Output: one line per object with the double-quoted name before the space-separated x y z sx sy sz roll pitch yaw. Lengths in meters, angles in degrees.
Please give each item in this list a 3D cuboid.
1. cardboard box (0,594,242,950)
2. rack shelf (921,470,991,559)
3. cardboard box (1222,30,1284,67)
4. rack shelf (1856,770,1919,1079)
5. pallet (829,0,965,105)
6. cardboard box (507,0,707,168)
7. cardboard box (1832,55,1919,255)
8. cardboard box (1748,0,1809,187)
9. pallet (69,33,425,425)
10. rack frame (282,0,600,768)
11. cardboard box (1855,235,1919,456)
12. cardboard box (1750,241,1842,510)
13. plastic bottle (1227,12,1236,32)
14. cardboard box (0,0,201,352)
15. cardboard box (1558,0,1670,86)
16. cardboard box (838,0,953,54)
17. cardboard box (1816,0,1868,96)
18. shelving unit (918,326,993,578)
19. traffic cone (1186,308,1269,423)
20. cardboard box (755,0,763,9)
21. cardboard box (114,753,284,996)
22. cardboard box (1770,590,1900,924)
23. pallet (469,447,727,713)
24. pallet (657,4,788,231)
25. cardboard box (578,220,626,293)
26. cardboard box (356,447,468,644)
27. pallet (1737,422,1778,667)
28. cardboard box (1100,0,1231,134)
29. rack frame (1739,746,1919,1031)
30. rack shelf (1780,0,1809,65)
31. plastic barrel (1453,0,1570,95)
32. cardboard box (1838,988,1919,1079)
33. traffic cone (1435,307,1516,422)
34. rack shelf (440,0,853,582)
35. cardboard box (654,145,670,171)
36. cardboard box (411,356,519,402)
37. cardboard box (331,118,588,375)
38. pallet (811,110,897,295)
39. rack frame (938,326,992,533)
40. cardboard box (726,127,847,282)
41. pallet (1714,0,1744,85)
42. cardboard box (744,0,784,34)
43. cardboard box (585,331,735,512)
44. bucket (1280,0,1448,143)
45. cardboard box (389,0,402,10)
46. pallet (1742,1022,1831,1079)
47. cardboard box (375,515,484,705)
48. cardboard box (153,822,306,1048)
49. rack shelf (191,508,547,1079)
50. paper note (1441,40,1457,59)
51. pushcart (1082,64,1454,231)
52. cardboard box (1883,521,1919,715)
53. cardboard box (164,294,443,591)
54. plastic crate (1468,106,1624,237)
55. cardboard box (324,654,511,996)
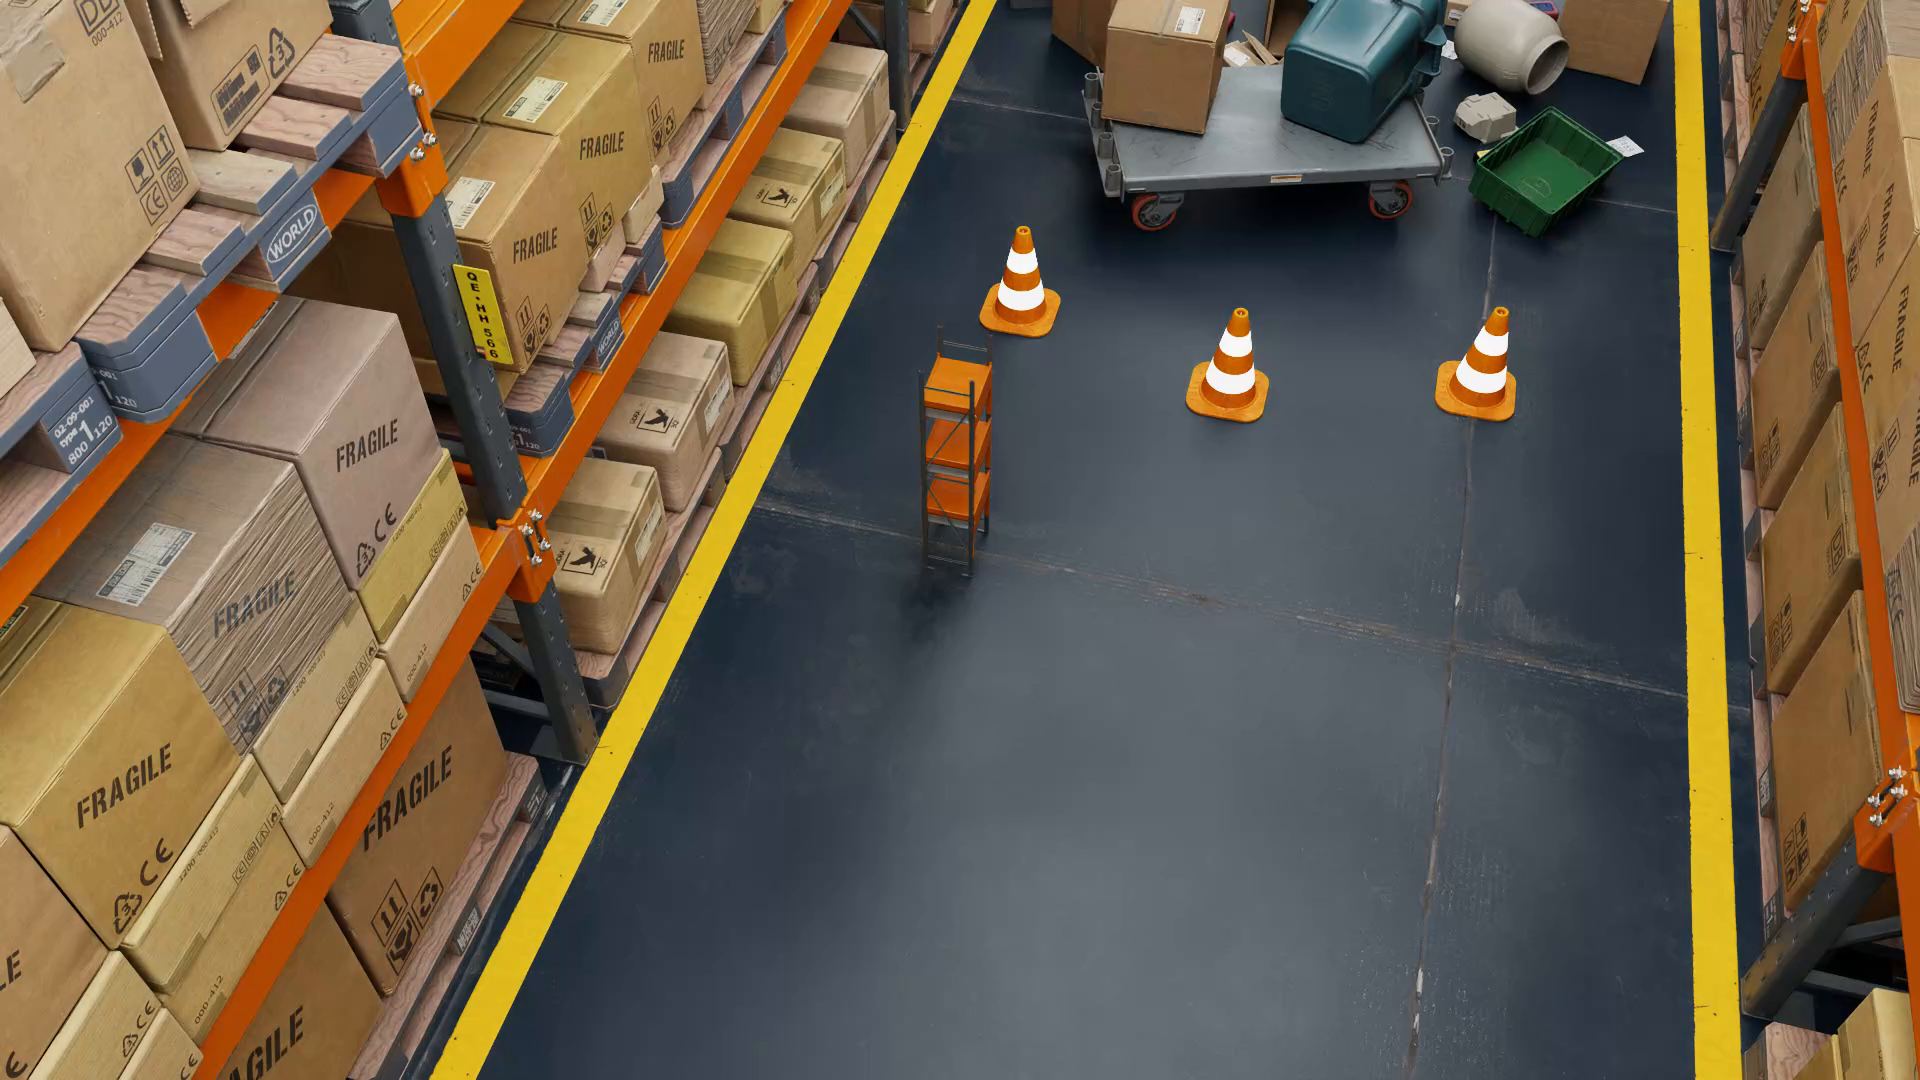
"cardboard box" -1.951 0.472 3.518 0.500 0.500 0.500 12 50 10
"rack shelf" -0.014 -0.118 6.457 0.215 0.259 0.240 12 50 10
"cardboard box" 1.535 -2.474 8.675 0.258 0.266 0.396 -19 51 -16
"rack shelf" 2.473 2.269 3.146 1.077 0.370 4.000 12 50 10
"pallet" -0.607 -2.783 8.984 1.003 0.211 1.213 12 50 10
"cardboard box" -1.197 -1.634 5.565 0.500 0.500 0.500 12 50 11
"cardboard box" 3.388 -1.289 5.739 0.500 0.500 0.500 11 50 10
"cardboard box" 4.285 -2.186 7.735 0.875 0.875 0.875 12 50 11
"pallet" -1.921 -0.774 3.476 1.213 0.211 1.003 14 50 12
"rack frame" -1.803 -0.320 4.951 1.000 3.000 0.127 12 50 10
"cardboard box" 3.123 -0.550 5.087 0.500 0.500 0.500 11 49 9
"cardboard box" 3.718 -0.540 6.365 1.050 0.750 0.750 12 50 10
"plastic bottle" 1.399 -2.804 9.103 0.133 0.061 0.283 19 51 16
"cardboard box" -1.880 -0.731 2.966 0.700 0.500 0.500 9 49 8
"cardboard box" 3.471 -2.808 8.812 0.500 0.500 0.500 19 51 16
"cardboard box" -0.334 -2.816 8.707 0.500 0.250 0.500 10 49 8
"cardboard box" 3.654 -2.015 6.380 0.500 0.500 0.500 12 50 10
"shelving unit" -0.014 -0.309 6.241 0.215 1.050 0.252 12 50 10
"traffic cone" 1.163 -0.793 7.060 0.336 0.463 0.334 12 50 10
"cardboard box" -0.921 -2.373 6.218 0.500 0.500 0.500 13 50 11
"cardboard box" -1.931 0.711 3.808 0.500 0.250 0.500 10 49 9
"cardboard box" 3.247 0.767 5.212 1.050 0.750 0.750 11 49 10
"pallet" -1.596 0.038 6.495 1.003 0.211 1.213 12 50 10
"pallet" -1.321 -1.696 6.293 1.003 0.211 1.213 12 50 10
"cardboard box" -1.314 -0.961 5.404 0.380 0.149 0.250 9 49 8
"cardboard box" -1.685 -0.035 4.466 0.500 0.250 0.500 11 50 10
"pallet" 3.603 0.072 6.465 1.003 0.211 1.213 12 50 10
"cardboard box" 0.975 -2.307 7.866 0.500 0.500 0.500 12 50 10
"rack frame" 2.999 0.584 4.153 1.000 3.000 0.127 12 50 10
"rack shelf" 4.579 -3.518 8.253 1.077 0.370 4.000 12 50 10
"plastic barrel" 2.871 -2.580 8.664 0.421 0.421 0.512 -27 54 -22
"cardboard box" 2.584 1.475 4.253 0.500 0.250 0.500 10 49 8
"traffic cone" 2.243 -0.798 7.064 0.336 0.463 0.334 12 50 10
"rack shelf" -1.276 -1.528 6.497 1.077 0.370 4.000 12 50 10
"cardboard box" -1.234 -1.345 5.743 0.380 0.149 0.250 14 50 12
"cardboard box" -1.538 -0.574 5.062 0.380 0.149 0.250 9 49 8
"cardboard box" -1.461 -0.870 4.891 0.500 0.500 0.500 10 49 9
"pallet" -0.953 -1.727 8.052 1.003 0.211 1.213 12 50 10
"rack frame" 0.018 -0.397 6.319 0.200 1.050 0.008 12 50 10
"cardboard box" -1.071 -1.582 7.537 0.950 0.372 0.625 14 50 12
"pallet" 4.647 -2.807 9.005 1.003 0.211 1.213 12 50 10
"cardboard box" -0.901 -2.107 6.415 0.380 0.149 0.250 12 50 10
"cardboard box" -1.458 -0.531 6.610 0.950 0.372 0.625 11 49 9
"bucket" 1.864 -2.283 7.852 0.726 0.611 0.620 28 64 22
"cardboard box" -1.556 -1.424 4.092 0.380 0.149 0.250 12 50 10
"pallet" 2.792 2.072 4.700 1.003 0.211 1.213 12 50 10
"cardboard box" -1.685 0.147 4.639 0.500 0.250 0.500 10 49 9
"cardboard box" -1.953 0.880 3.991 0.500 0.250 0.500 11 50 10
"rack shelf" -2.329 1.365 3.943 1.077 0.370 4.000 12 50 10
"paper note" 2.644 -2.668 9.008 0.172 0.023 0.155 28 54 22
"pushcart" 1.463 -1.932 8.122 1.648 0.377 0.936 -4 49 -3
"cardboard box" 2.859 0.172 4.450 0.500 0.500 0.500 12 50 10
"cardboard box" -1.686 -0.258 4.163 0.500 0.500 0.500 10 49 9
"plastic crate" 2.834 -1.782 8.078 0.662 0.188 0.450 -37 68 -28
"cardboard box" -2.065 0.727 5.163 0.875 0.875 0.875 11 50 10
